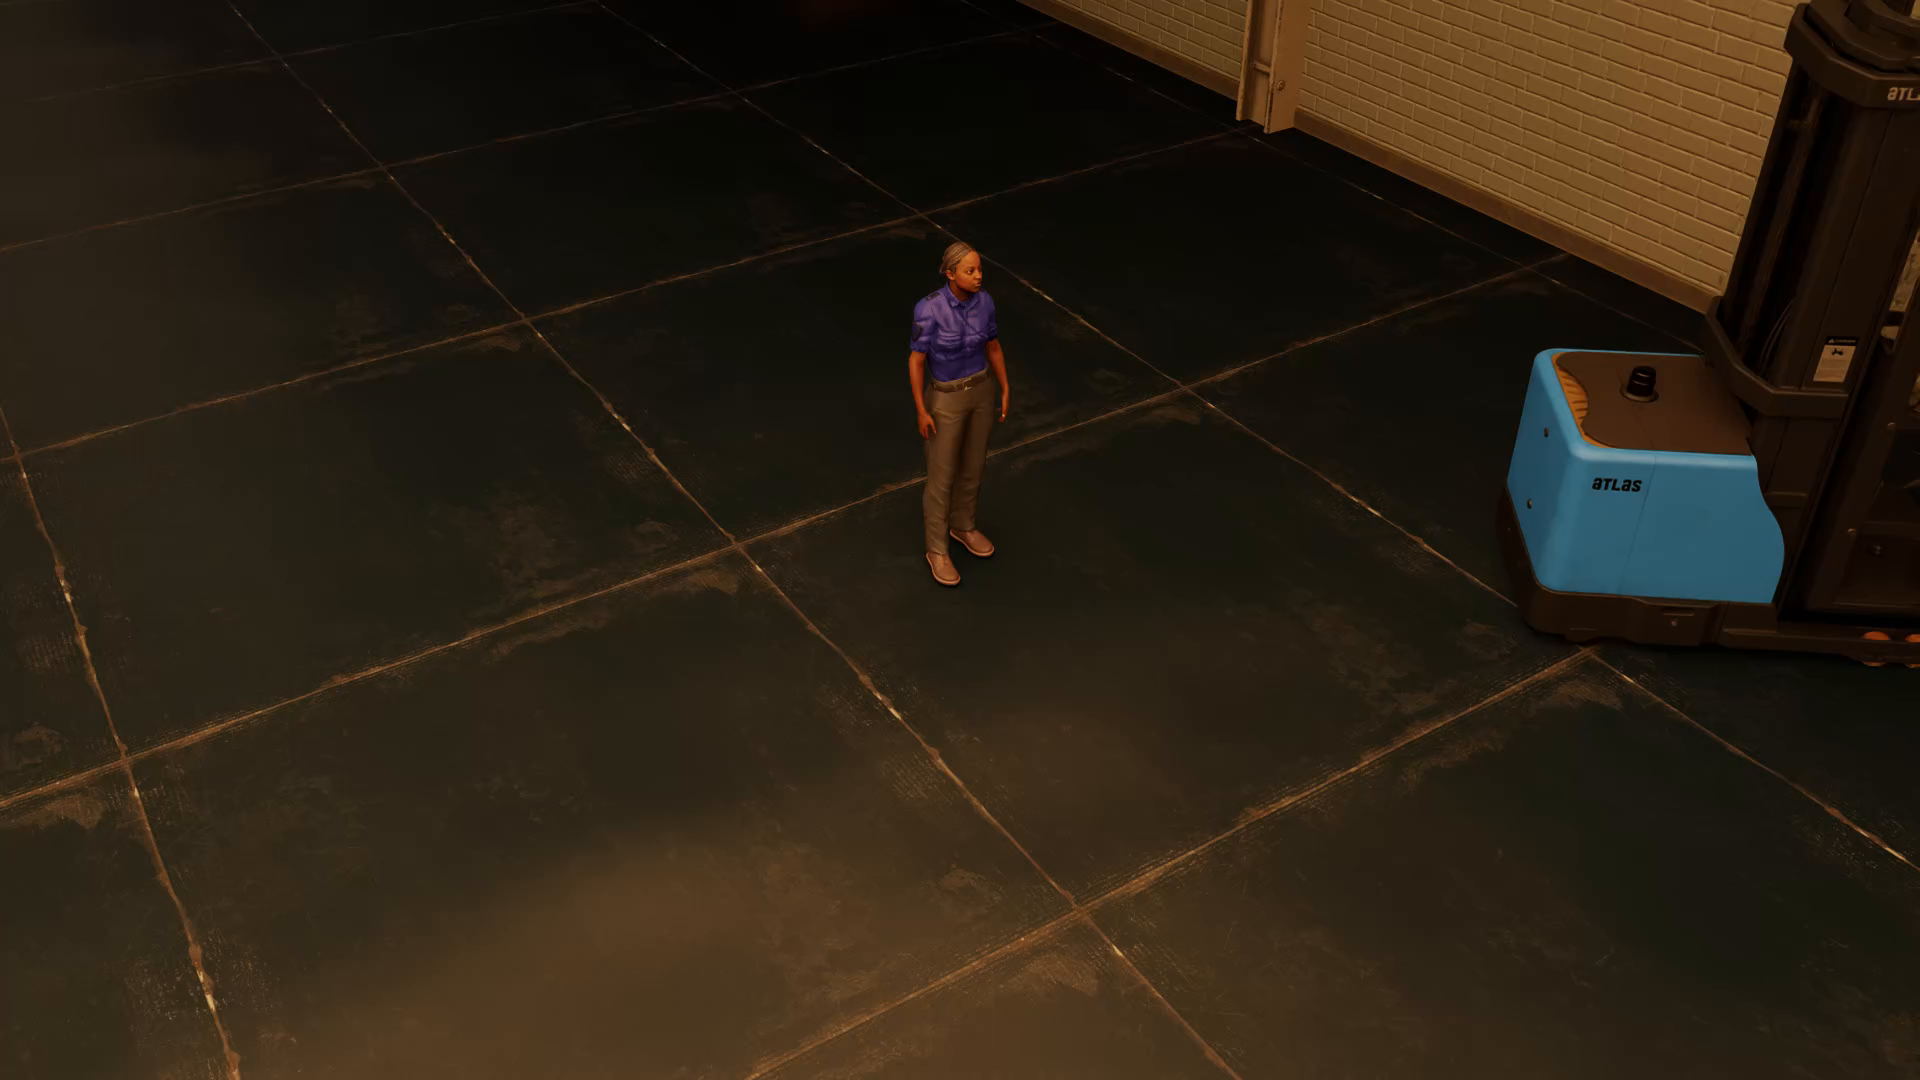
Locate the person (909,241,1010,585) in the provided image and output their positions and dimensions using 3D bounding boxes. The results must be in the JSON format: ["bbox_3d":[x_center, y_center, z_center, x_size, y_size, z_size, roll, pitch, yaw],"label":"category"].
[{"bbox_3d":[0.031,-0.634,8.149,0.570,1.654,0.504,-21,40,-27],"label":"person"}]

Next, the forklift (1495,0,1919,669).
[{"bbox_3d":[4.273,-0.915,7.449,3.031,2.935,1.130,3,35,5],"label":"forklift"}]
